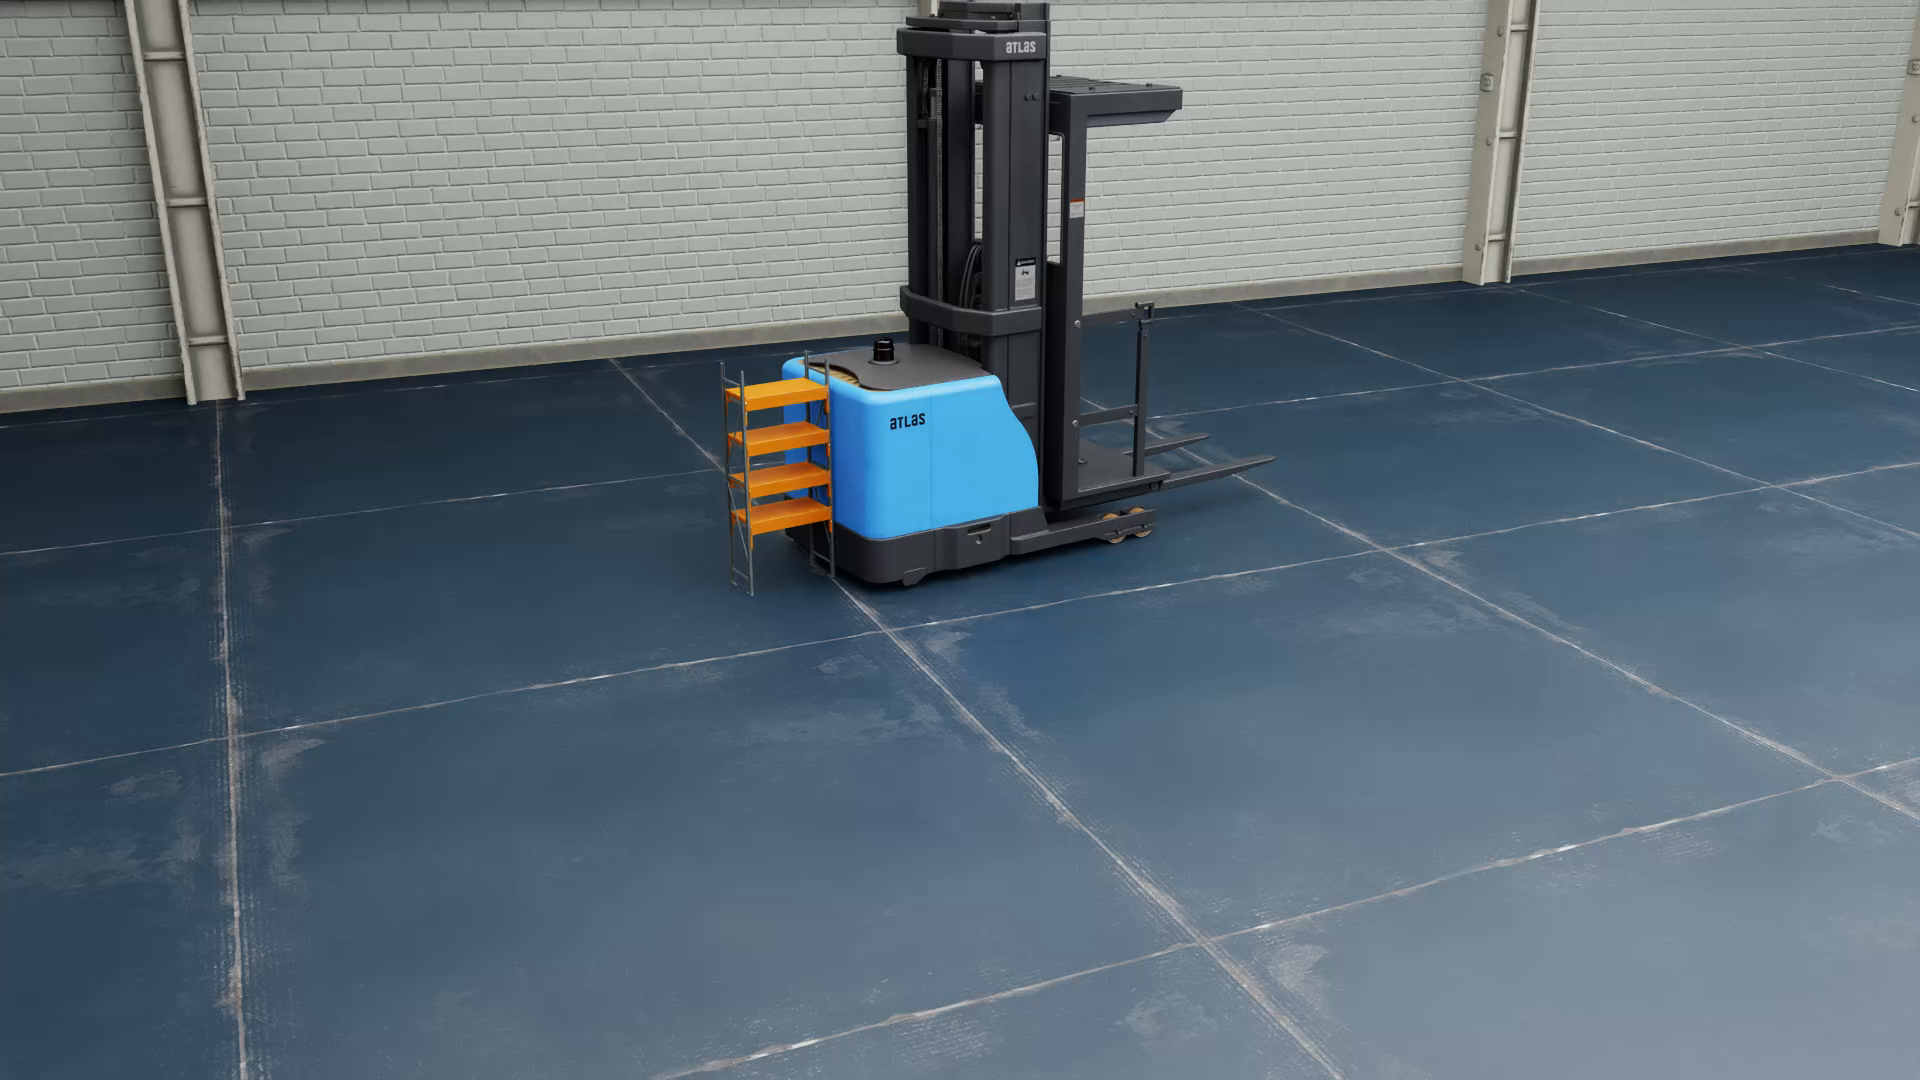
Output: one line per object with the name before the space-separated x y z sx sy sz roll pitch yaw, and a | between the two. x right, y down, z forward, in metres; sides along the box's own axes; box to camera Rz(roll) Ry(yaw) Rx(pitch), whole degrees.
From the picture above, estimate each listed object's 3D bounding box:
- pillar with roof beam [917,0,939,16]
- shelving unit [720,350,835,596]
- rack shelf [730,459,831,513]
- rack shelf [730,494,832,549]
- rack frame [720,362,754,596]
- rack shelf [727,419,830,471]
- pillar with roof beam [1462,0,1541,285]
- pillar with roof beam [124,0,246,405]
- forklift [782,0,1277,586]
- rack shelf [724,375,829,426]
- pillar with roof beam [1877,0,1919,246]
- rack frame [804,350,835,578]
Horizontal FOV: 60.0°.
pillar with roof beam | 1.587 -4.801 9.608 0.400 9.000 9.100 -8 21 -22
shelving unit | -0.949 -0.351 8.712 0.503 1.200 0.258 -13 23 -32
rack shelf | -0.949 -0.288 8.735 0.480 0.148 0.258 -13 23 -32
rack shelf | -0.949 -0.100 8.801 0.480 0.148 0.258 -13 23 -32
rack frame | -1.152 -0.306 8.584 0.015 1.200 0.240 -13 23 -32
rack shelf | -0.949 -0.499 8.660 0.480 0.148 0.258 -13 23 -32
pillar with roof beam | 7.097 -5.590 11.850 0.400 9.000 9.100 -8 21 -22
pillar with roof beam | -3.922 -4.012 7.366 0.400 9.000 9.100 -8 21 -22
forklift | 0.522 -1.497 9.362 3.031 2.935 1.130 -12 23 -31
rack shelf | -0.949 -0.722 8.582 0.480 0.148 0.258 -13 23 -32
pillar with roof beam | 12.606 -6.380 14.091 0.400 9.000 9.100 -8 21 -22
rack frame | -0.747 -0.396 8.841 0.015 1.200 0.240 -13 23 -32
